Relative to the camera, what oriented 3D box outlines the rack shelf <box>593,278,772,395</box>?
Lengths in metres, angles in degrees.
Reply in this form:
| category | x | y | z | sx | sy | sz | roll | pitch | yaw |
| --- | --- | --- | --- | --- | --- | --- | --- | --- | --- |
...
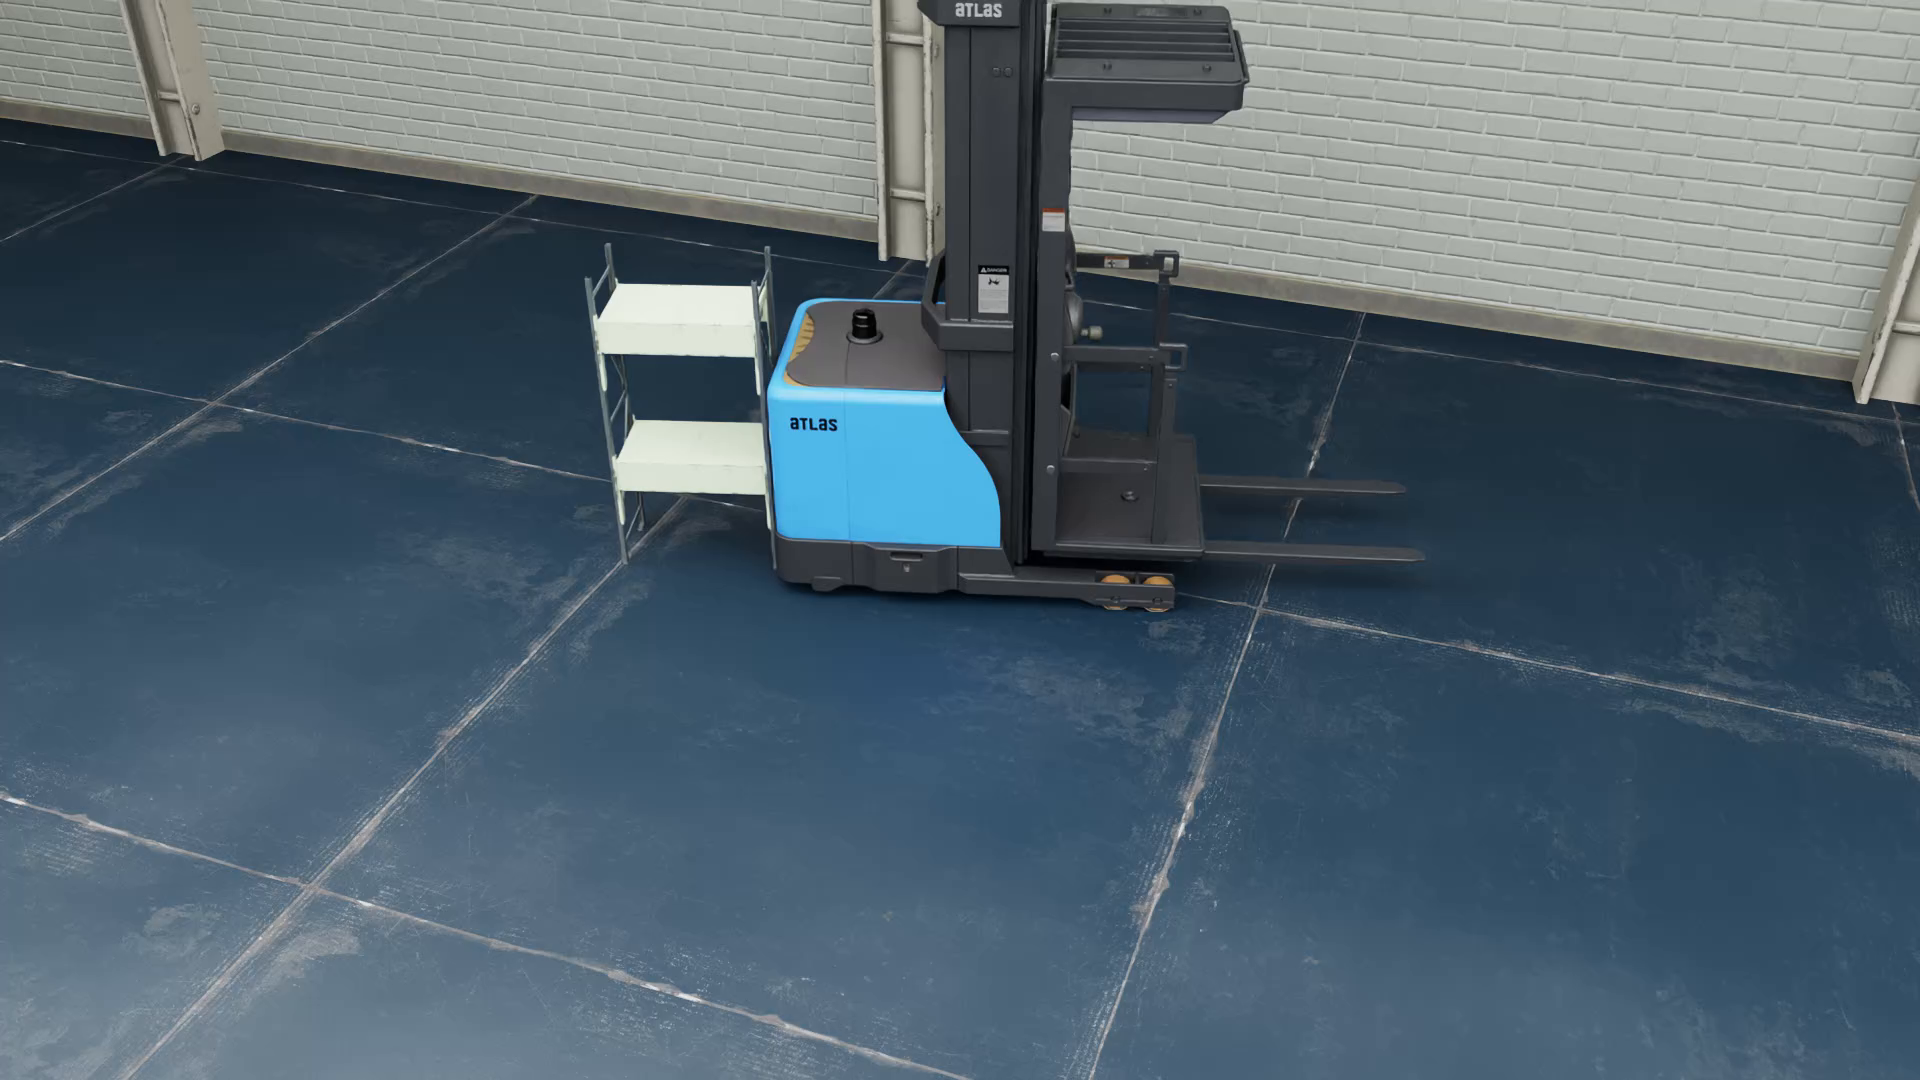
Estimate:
| category | x | y | z | sx | sy | sz | roll | pitch | yaw |
| --- | --- | --- | --- | --- | --- | --- | --- | --- | --- |
| rack shelf | -1.248 | -0.932 | 7.589 | 0.720 | 0.370 | 0.431 | 2 | 33 | 3 |

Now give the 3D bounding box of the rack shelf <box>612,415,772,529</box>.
| category | x | y | z | sx | sy | sz | roll | pitch | yaw |
| --- | --- | --- | --- | --- | --- | --- | --- | --- | --- |
| rack shelf | -1.245 | -0.331 | 7.978 | 0.720 | 0.370 | 0.431 | 2 | 33 | 3 |

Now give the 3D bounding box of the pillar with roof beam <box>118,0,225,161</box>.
| category | x | y | z | sx | sy | sz | roll | pitch | yaw |
| --- | --- | --- | --- | --- | --- | --- | --- | --- | --- |
| pillar with roof beam | -7.410 | -4.603 | 7.083 | 0.400 | 9.000 | 9.100 | 11 | 34 | 16 |

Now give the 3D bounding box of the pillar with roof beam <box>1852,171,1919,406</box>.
| category | x | y | z | sx | sy | sz | roll | pitch | yaw |
| --- | --- | --- | --- | --- | --- | --- | --- | --- | --- |
| pillar with roof beam | 3.886 | -2.407 | 3.681 | 0.400 | 9.000 | 9.100 | 11 | 34 | 16 |

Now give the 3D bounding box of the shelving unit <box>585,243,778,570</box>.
| category | x | y | z | sx | sy | sz | roll | pitch | yaw |
| --- | --- | --- | --- | --- | --- | --- | --- | --- | --- |
| shelving unit | -1.246 | -0.605 | 7.801 | 0.755 | 1.500 | 0.431 | 2 | 33 | 3 |

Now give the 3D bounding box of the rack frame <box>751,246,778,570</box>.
| category | x | y | z | sx | sy | sz | roll | pitch | yaw |
| --- | --- | --- | --- | --- | --- | --- | --- | --- | --- |
| rack frame | -0.881 | -0.594 | 7.782 | 0.023 | 1.500 | 0.400 | 2 | 33 | 3 |

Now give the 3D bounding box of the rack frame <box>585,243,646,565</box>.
| category | x | y | z | sx | sy | sz | roll | pitch | yaw |
| --- | --- | --- | --- | --- | --- | --- | --- | --- | --- |
| rack frame | -1.611 | -0.615 | 7.820 | 0.023 | 1.500 | 0.400 | 2 | 33 | 3 |

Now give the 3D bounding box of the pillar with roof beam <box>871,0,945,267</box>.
| category | x | y | z | sx | sy | sz | roll | pitch | yaw |
| --- | --- | --- | --- | --- | --- | --- | --- | --- | --- |
| pillar with roof beam | -1.762 | -3.505 | 5.382 | 0.400 | 9.000 | 9.100 | 11 | 34 | 16 |

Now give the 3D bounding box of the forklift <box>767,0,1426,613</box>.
| category | x | y | z | sx | sy | sz | roll | pitch | yaw |
| --- | --- | --- | --- | --- | --- | --- | --- | --- | --- |
| forklift | 0.674 | -1.195 | 7.399 | 3.031 | 2.935 | 1.130 | 2 | 33 | 4 |
